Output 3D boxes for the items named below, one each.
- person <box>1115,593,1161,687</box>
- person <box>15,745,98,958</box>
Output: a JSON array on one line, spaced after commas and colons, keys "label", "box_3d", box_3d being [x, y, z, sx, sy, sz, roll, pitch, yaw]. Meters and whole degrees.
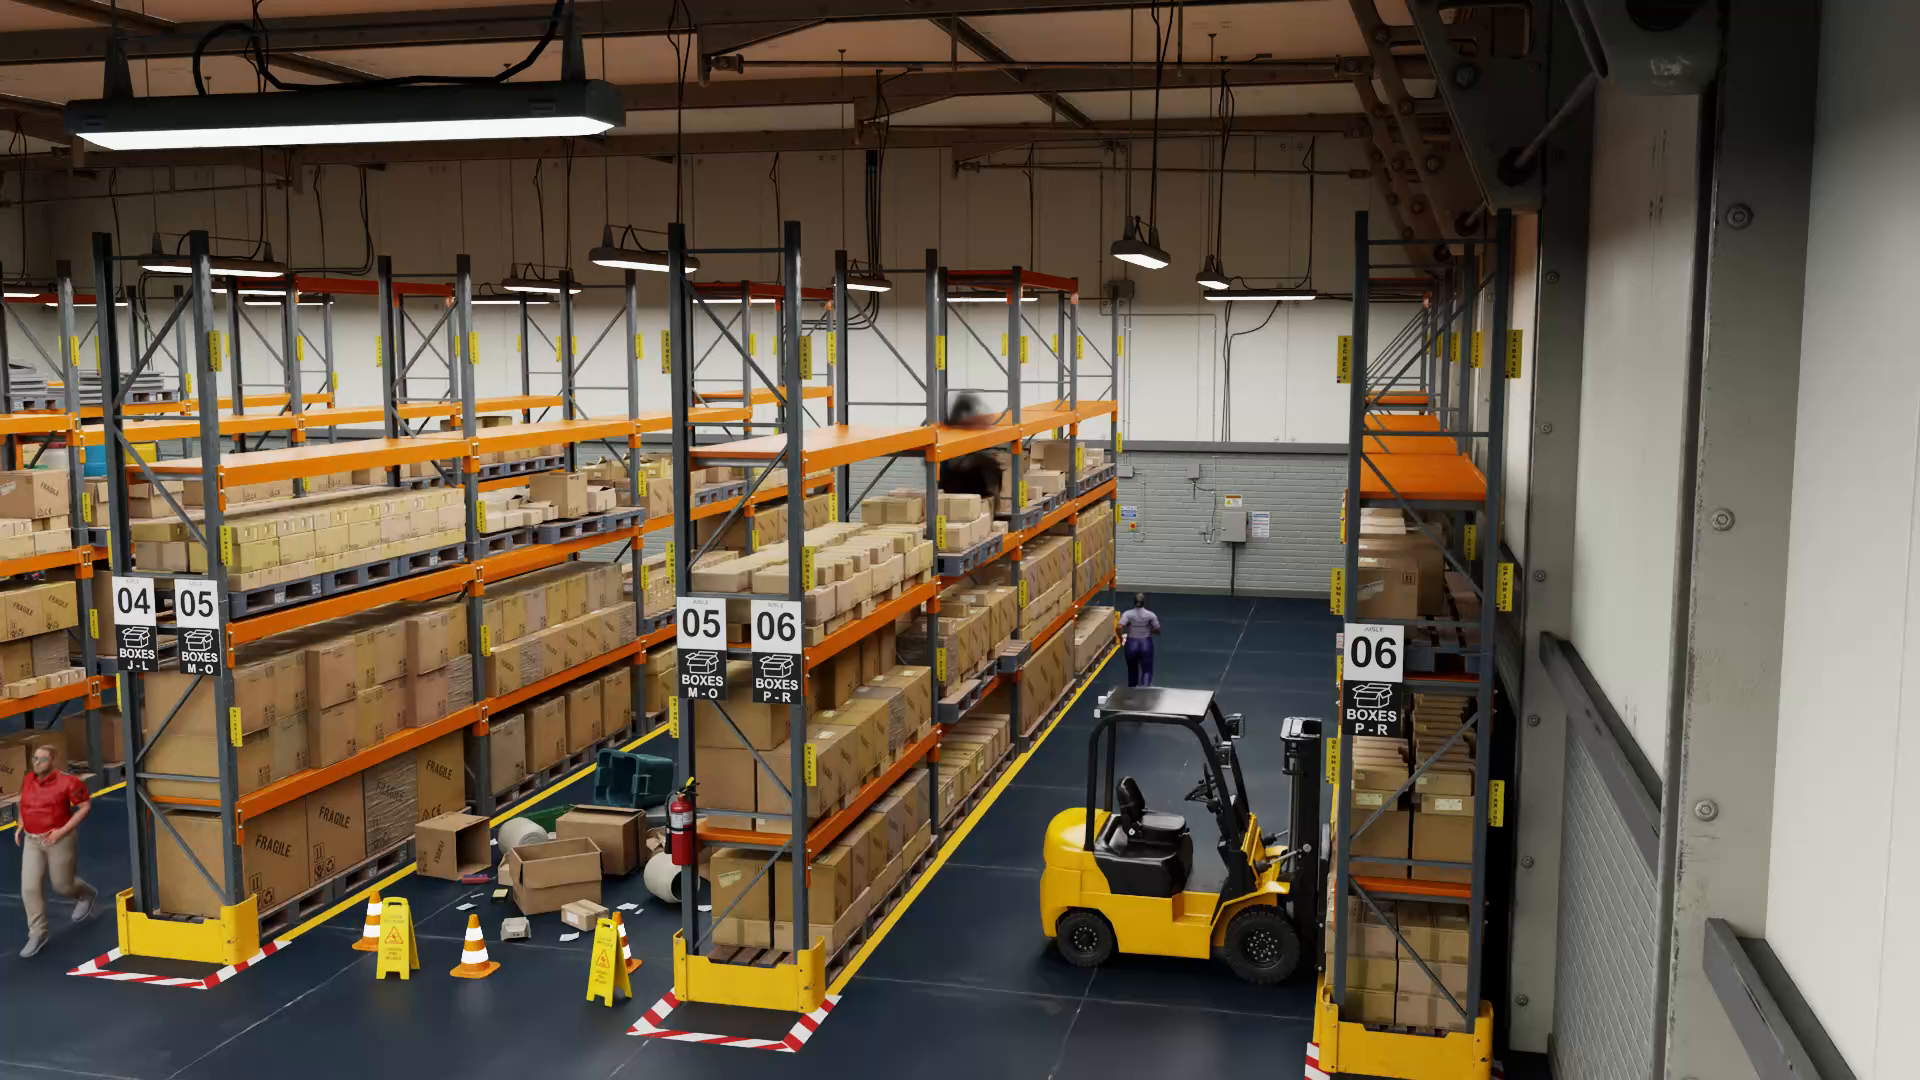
[{"label": "person", "box_3d": [2.485, 1.531, 23.134, 0.619, 1.619, 0.906, 1, 7, 11]}, {"label": "person", "box_3d": [-7.769, 2.603, 14.263, 0.684, 1.743, 0.900, 0, 7, 1]}]
